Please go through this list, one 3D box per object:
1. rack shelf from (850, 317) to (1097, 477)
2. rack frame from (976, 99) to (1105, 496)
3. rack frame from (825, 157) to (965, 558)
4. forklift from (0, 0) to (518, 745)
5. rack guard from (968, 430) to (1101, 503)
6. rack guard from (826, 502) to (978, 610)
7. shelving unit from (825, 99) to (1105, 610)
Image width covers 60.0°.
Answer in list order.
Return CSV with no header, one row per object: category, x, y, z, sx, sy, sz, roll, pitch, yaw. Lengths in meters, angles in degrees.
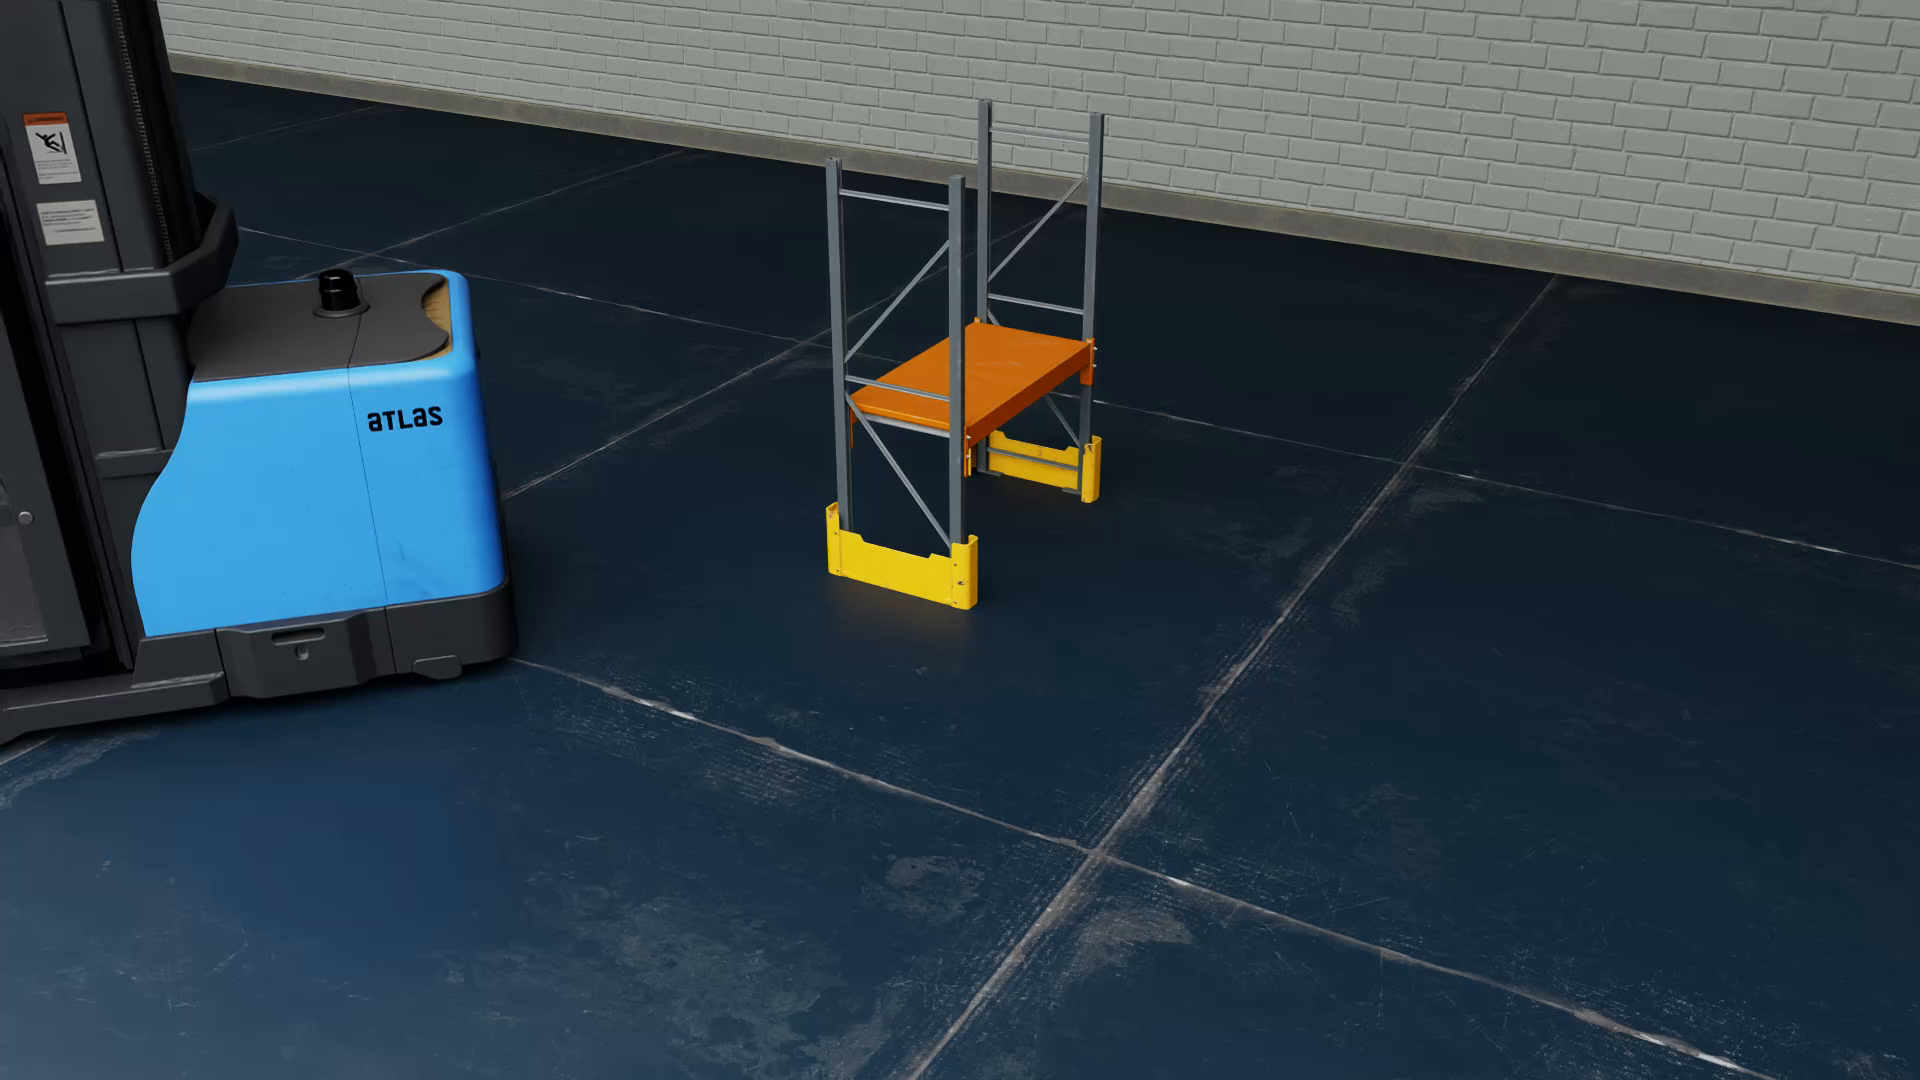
rack shelf,0.042,-0.543,6.061,0.538,0.185,1.000,14,30,26
rack frame,0.292,-0.902,6.376,0.500,1.500,0.032,14,30,26
rack frame,-0.208,-0.506,5.585,0.500,1.500,0.032,14,30,26
forklift,-3.013,-0.904,4.782,3.031,2.935,1.130,-8,28,-15
rack guard,0.282,-0.336,6.641,0.587,0.250,0.087,14,30,26
rack guard,-0.207,0.053,5.866,0.587,0.250,0.087,14,30,26
shelving unit,0.038,-0.700,5.974,0.587,1.500,1.083,14,30,26
